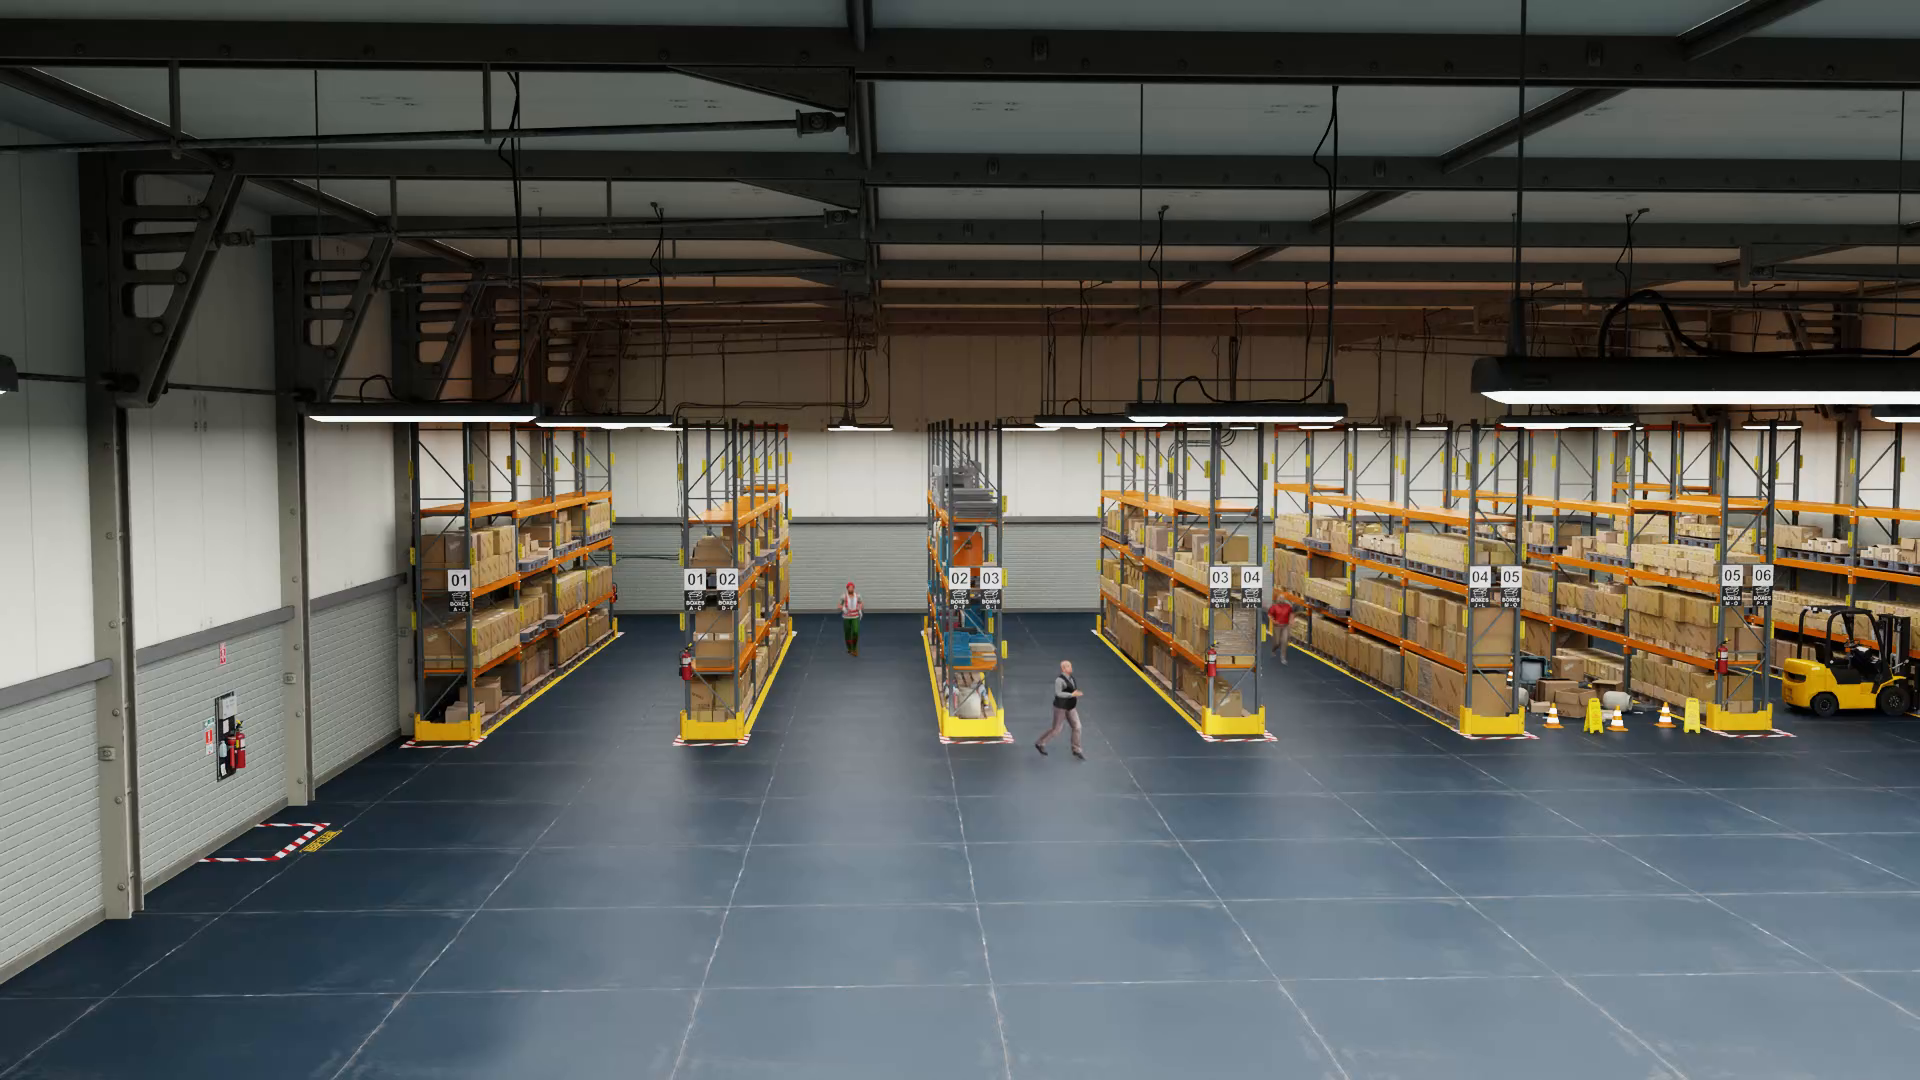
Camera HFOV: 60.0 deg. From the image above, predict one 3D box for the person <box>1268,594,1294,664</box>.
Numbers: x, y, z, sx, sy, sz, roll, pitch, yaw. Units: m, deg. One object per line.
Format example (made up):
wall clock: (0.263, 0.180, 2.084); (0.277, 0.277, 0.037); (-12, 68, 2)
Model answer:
person: (8.036, 2.212, 41.638); (0.689, 1.731, 0.794); (0, 4, -5)

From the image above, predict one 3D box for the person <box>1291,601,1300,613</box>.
person: (9.940, 1.806, 49.110); (0.563, 1.572, 0.704); (2, 4, 27)

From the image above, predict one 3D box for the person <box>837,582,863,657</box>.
person: (-2.680, 1.958, 40.784); (0.650, 1.846, 0.683); (-1, 4, -10)

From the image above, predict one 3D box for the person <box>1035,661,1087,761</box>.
person: (1.796, 2.992, 29.225); (0.939, 1.757, 0.664); (3, 4, 34)
